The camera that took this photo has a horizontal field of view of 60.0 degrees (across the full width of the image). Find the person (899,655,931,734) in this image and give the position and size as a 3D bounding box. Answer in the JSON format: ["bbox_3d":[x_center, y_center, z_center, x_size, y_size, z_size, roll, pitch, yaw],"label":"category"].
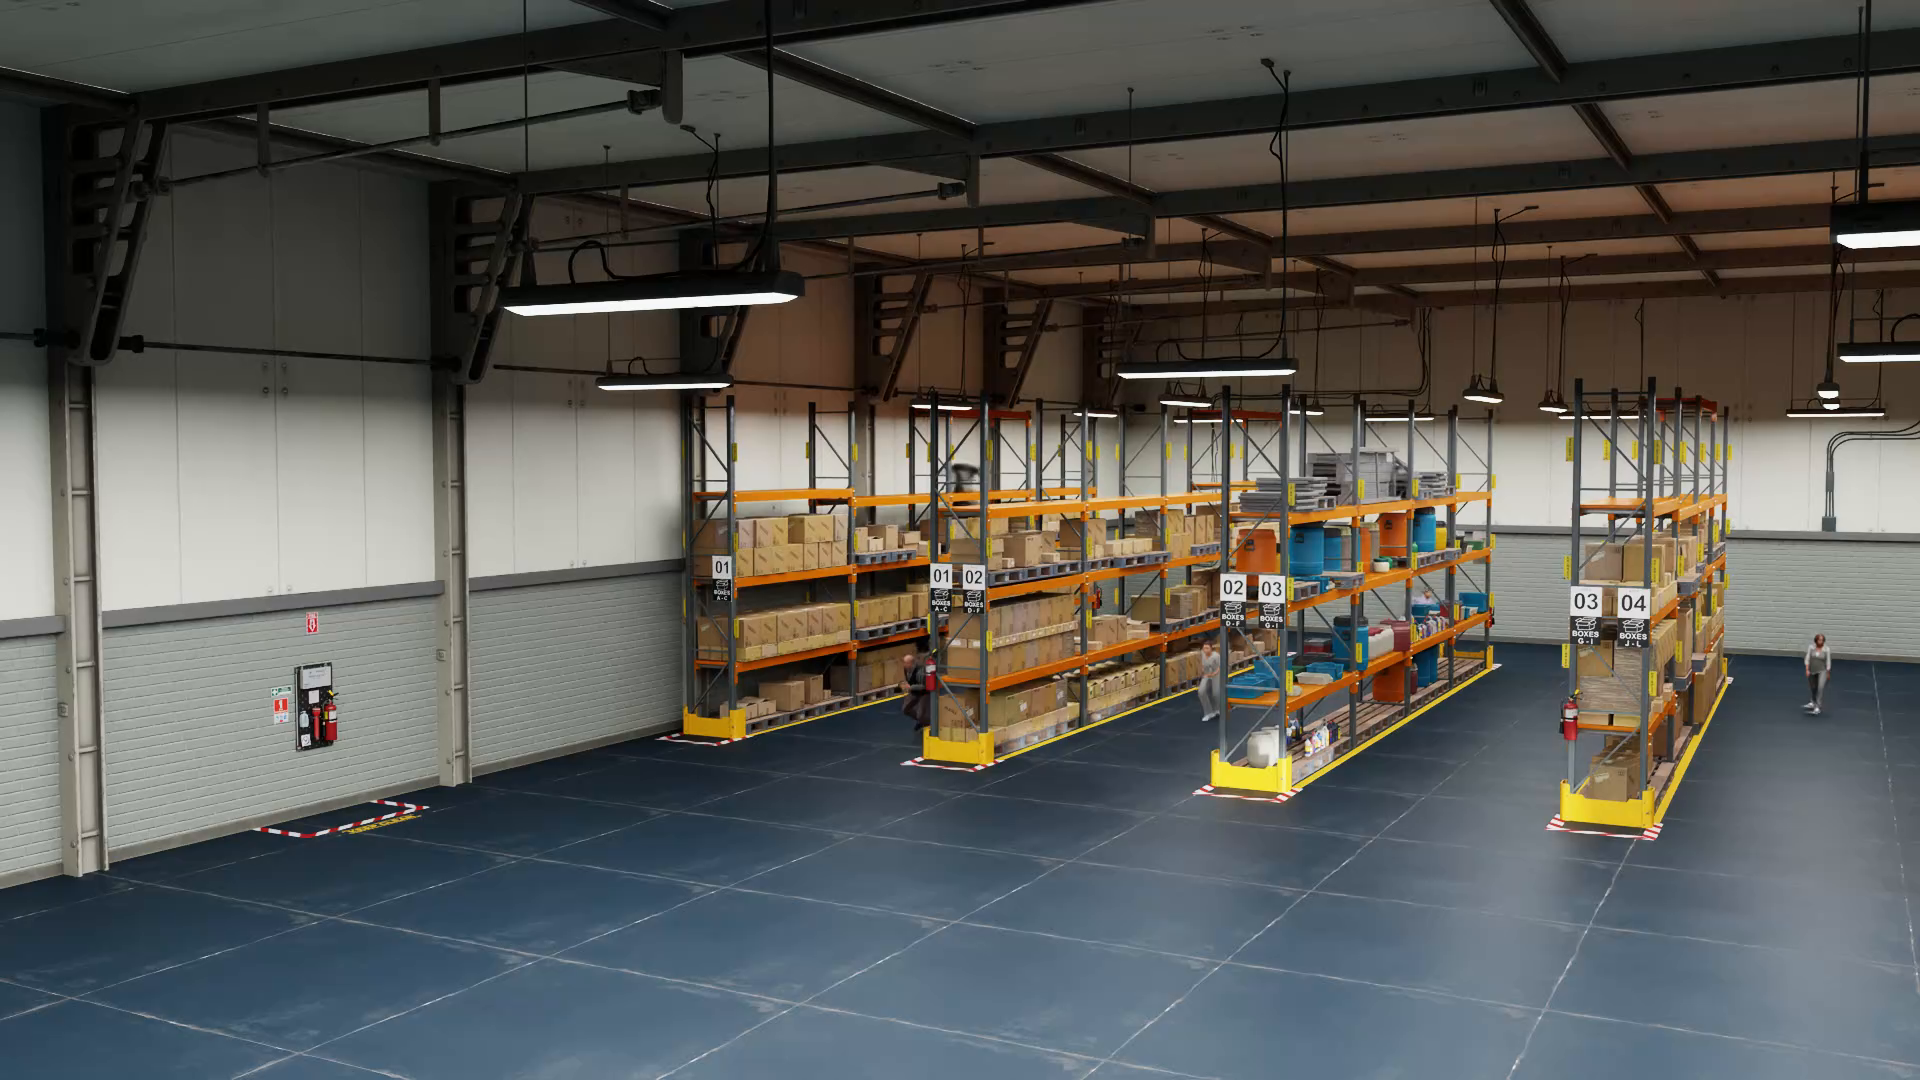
[{"bbox_3d":[-0.758,2.716,29.155,0.677,1.477,0.998,3,4,43],"label":"person"}]

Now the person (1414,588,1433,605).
[{"bbox_3d":[11.687,2.000,42.284,0.756,1.597,0.584,-1,3,-17],"label":"person"}]

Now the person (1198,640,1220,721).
[{"bbox_3d":[4.756,2.590,31.130,0.573,1.512,1.028,2,4,32],"label":"person"}]

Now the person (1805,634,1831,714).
[{"bbox_3d":[16.469,2.544,31.962,0.477,1.516,0.927,2,4,39],"label":"person"}]
